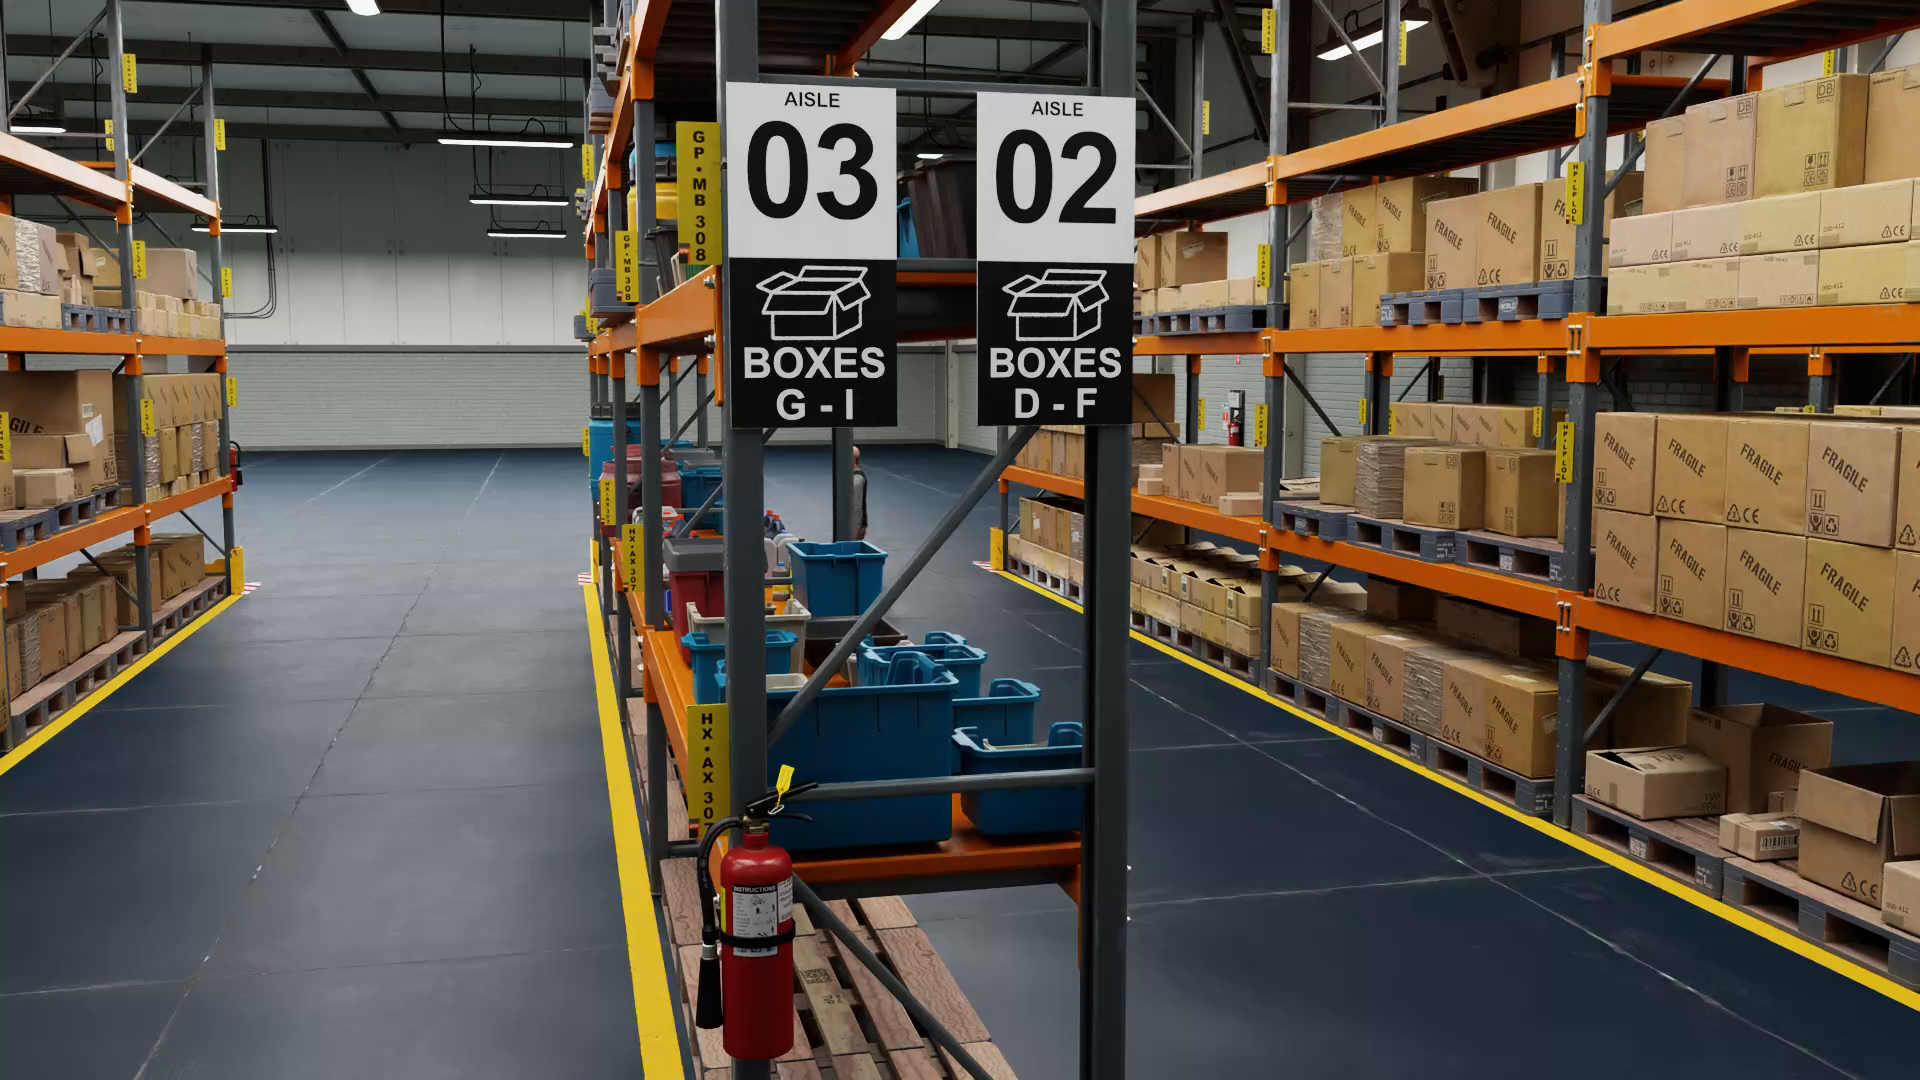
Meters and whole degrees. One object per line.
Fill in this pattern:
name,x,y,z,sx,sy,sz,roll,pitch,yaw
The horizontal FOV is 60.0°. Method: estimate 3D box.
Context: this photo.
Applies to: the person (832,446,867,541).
person,-1.162,-0.067,16.872,0.443,1.779,0.579,0,6,-4
